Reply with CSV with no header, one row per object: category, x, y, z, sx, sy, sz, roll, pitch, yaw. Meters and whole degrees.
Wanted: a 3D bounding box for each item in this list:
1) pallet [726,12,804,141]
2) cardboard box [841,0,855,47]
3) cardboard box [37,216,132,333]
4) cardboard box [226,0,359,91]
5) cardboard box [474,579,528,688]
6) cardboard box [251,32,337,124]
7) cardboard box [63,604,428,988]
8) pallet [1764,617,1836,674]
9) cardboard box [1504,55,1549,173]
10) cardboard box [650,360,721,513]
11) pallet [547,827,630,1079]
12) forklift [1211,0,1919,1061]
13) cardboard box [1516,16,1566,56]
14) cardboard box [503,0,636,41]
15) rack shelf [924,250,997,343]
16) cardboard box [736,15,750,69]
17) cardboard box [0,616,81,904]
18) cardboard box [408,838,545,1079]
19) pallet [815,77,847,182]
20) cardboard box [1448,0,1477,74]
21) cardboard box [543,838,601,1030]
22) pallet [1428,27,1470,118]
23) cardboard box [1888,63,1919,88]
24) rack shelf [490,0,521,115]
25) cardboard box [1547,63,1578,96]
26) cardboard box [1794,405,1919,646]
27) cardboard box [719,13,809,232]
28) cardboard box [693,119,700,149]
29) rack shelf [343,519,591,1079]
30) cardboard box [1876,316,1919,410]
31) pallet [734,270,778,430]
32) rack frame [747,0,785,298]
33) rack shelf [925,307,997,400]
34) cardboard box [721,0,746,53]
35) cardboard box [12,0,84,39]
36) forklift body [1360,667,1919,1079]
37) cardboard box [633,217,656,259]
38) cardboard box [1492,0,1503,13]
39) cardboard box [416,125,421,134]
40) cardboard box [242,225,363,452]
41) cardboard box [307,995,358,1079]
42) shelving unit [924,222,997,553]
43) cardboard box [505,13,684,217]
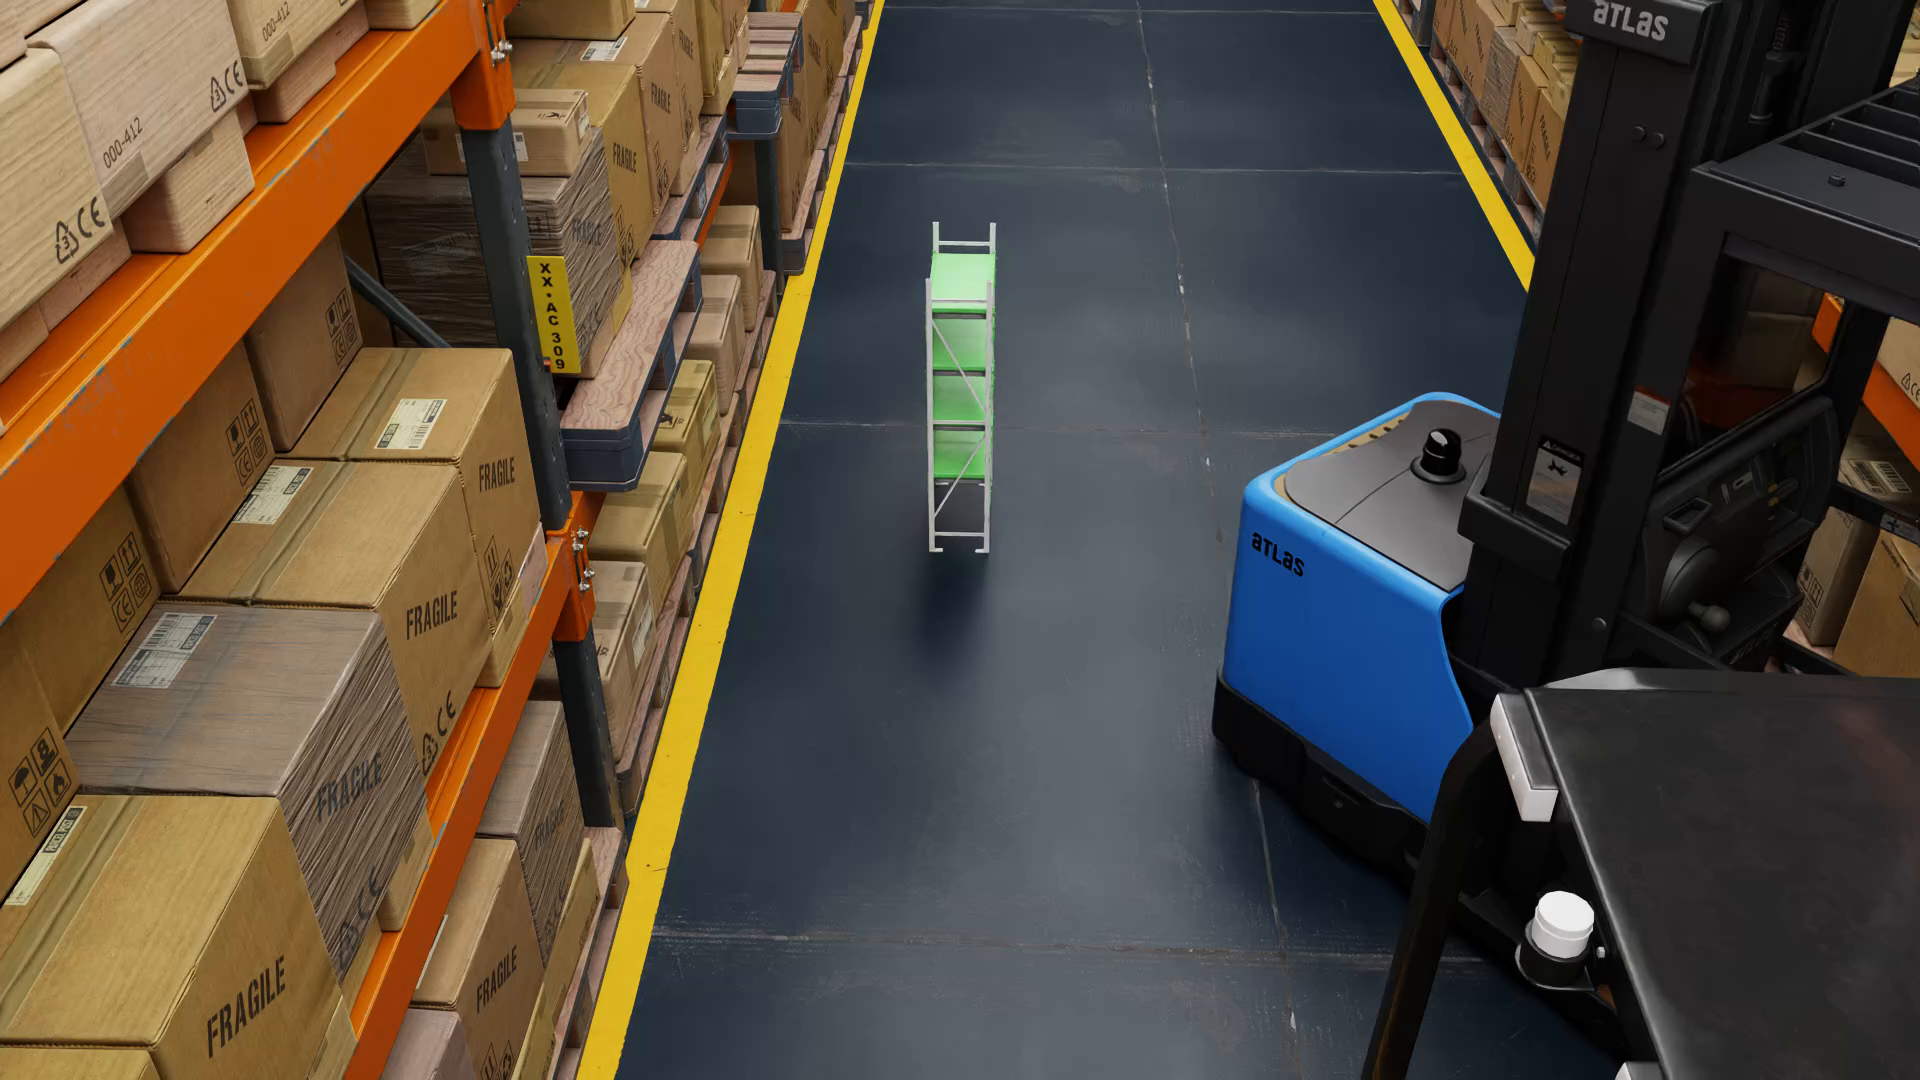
pallet,-1.330,-2.027,7.192,1.213,0.211,1.003,1,35,2
cardboard box,-1.192,-3.760,10.974,0.875,0.875,0.875,2,35,3
cardboard box,-1.427,-0.417,2.345,0.380,0.149,0.250,2,35,3
cardboard box,-1.337,-0.957,2.765,0.500,0.250,0.500,1,35,1
cardboard box,-1.280,0.219,4.048,0.380,0.149,0.250,2,35,3
cardboard box,-1.361,-0.865,2.981,0.380,0.149,0.250,2,35,2
cardboard box,-1.368,0.473,3.122,0.500,0.500,0.500,2,35,3
pallet,3.382,0.610,5.698,1.003,0.211,1.213,1,35,2
cardboard box,3.403,-2.390,9.350,0.500,0.500,0.500,3,35,4
cardboard box,-1.499,-0.430,6.673,0.950,0.372,0.625,2,35,3
pallet,-1.560,1.308,4.705,1.003,0.211,1.213,1,35,2
forklift,2.175,-0.010,4.215,1.130,2.935,3.031,-25,42,-31
cardboard box,3.400,-2.870,9.470,0.380,0.149,0.250,0,35,0
cardboard box,-1.256,-1.708,5.296,0.380,0.149,0.250,3,35,5
rack shelf,0.007,-0.926,6.301,0.258,0.148,0.480,1,35,2
cardboard box,-1.090,-2.091,6.970,0.380,0.149,0.250,1,35,1
cardboard box,-1.823,0.339,2.443,0.700,0.500,0.500,1,35,2
cardboard box,-1.343,1.066,3.999,0.500,0.500,0.500,2,35,3
pallet,-1.249,-2.527,10.162,1.003,0.211,1.213,1,35,2
cardboard box,3.457,-3.273,10.607,0.500,0.500,0.500,1,35,1
cardboard box,-1.324,1.080,4.631,0.500,0.250,0.500,3,35,4
pallet,3.717,-3.094,10.969,1.003,0.211,1.213,1,35,2
cardboard box,3.138,-1.503,5.629,0.380,0.149,0.250,0,35,1
rack shelf,-1.488,-2.301,5.432,1.077,0.370,4.000,1,35,2
cardboard box,3.353,-2.417,8.825,0.380,0.149,0.250,0,35,0
cardboard box,3.440,-0.053,5.916,0.875,0.625,0.625,1,35,1
cardboard box,-1.297,-2.215,8.775,0.875,0.875,0.875,1,35,1
cardboard box,-1.169,-1.500,6.130,0.380,0.149,0.250,0,35,0
rack shelf,-1.649,1.224,3.025,1.077,0.370,4.000,1,35,2
cardboard box,3.165,-0.630,5.168,0.500,0.250,0.500,1,35,2
pallet,-1.441,-0.927,7.886,1.003,0.211,1.213,1,35,2
rack frame,-1.408,-2.517,7.723,1.000,3.000,0.127,1,35,2
rack shelf,0.007,-0.730,6.439,0.258,0.148,0.480,1,35,2
cardboard box,-1.158,-2.287,6.684,0.500,0.500,0.500,1,35,1
cardboard box,-1.348,-0.736,2.104,0.380,0.149,0.250,2,35,2
forklift body,1.484,1.407,2.877,2.313,2.155,1.214,1,35,2
cardboard box,-1.225,-1.053,5.493,0.380,0.149,0.250,2,35,3
cardboard box,3.455,-3.308,10.093,0.380,0.149,0.250,1,35,2
cardboard box,-1.761,-1.109,5.009,0.500,0.500,0.500,2,35,2
cardboard box,-1.803,-0.543,3.699,0.700,0.500,0.500,1,35,1
cardboard box,-1.329,0.954,3.002,0.380,0.149,0.250,2,35,2
shelving unit,0.007,-0.586,6.540,0.258,1.200,0.503,1,35,2
cardboard box,-1.210,-1.388,5.405,0.500,0.500,0.500,1,35,2
